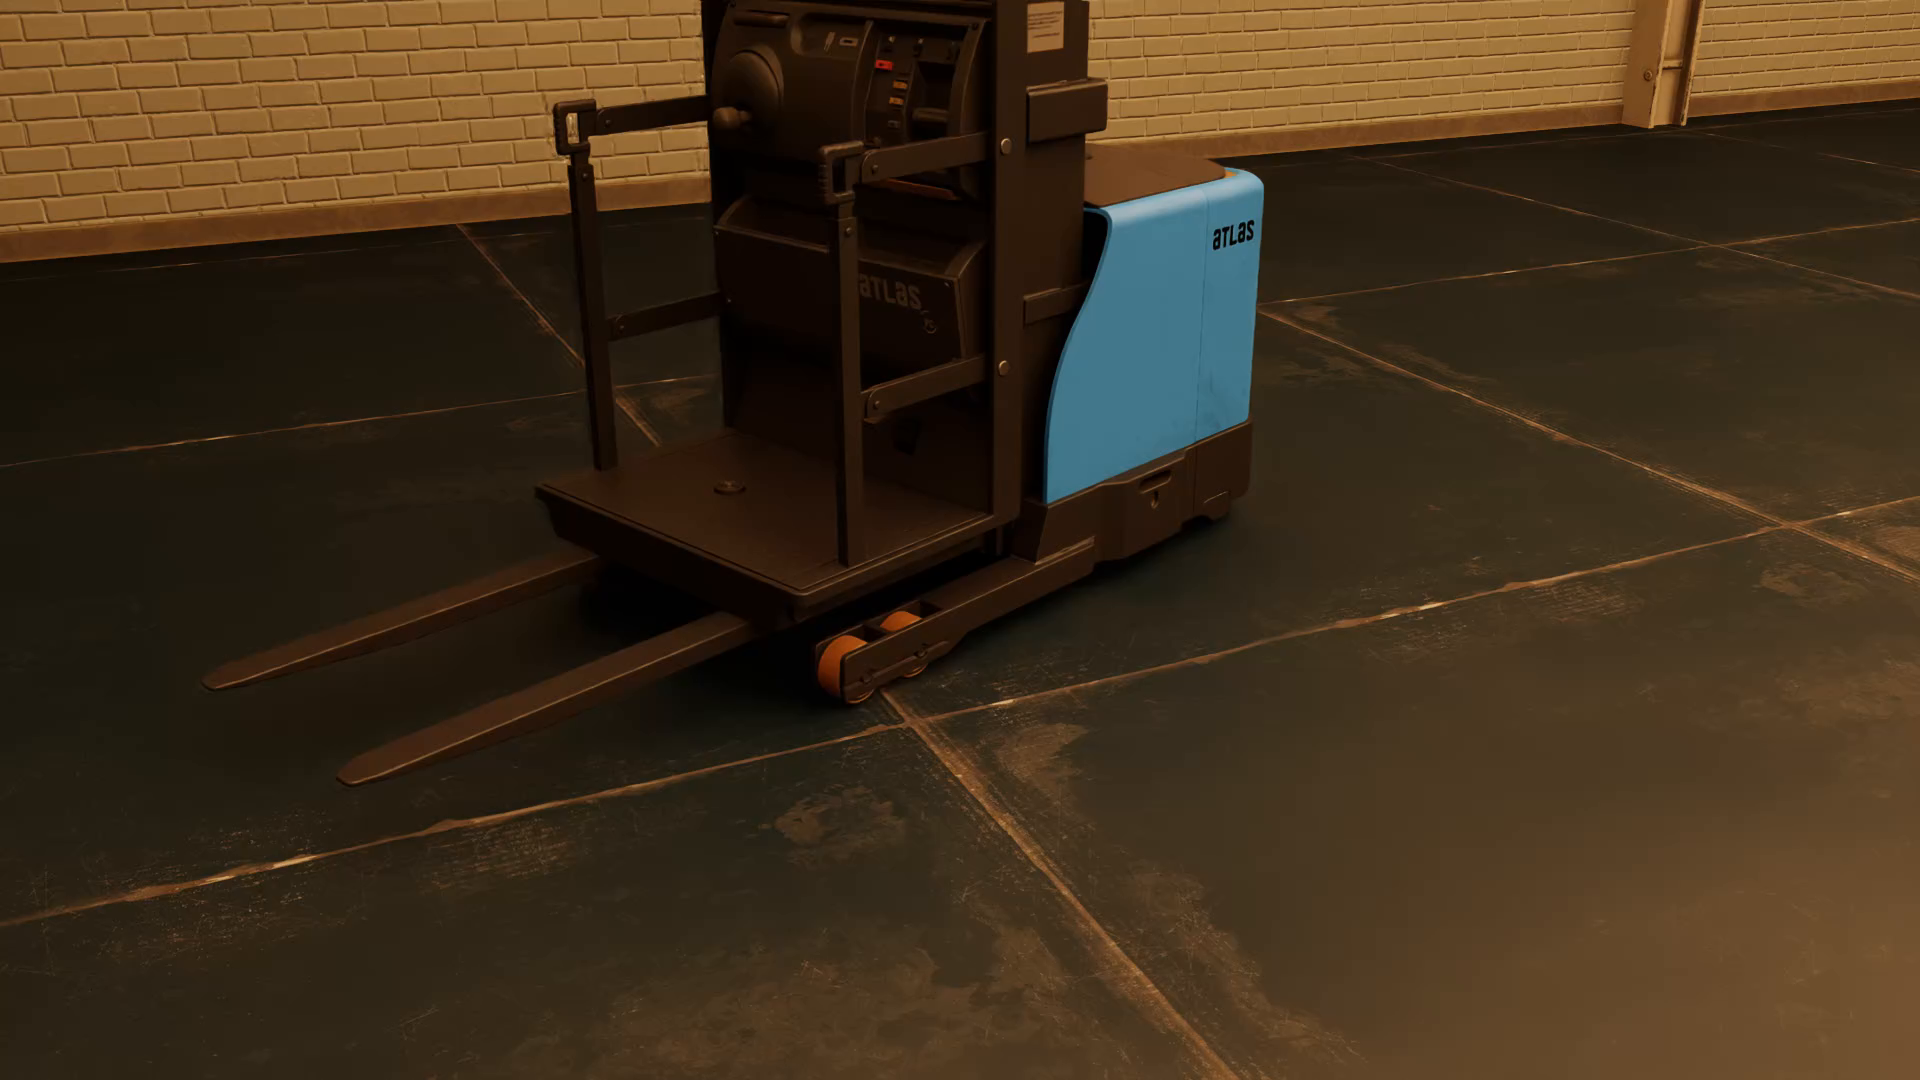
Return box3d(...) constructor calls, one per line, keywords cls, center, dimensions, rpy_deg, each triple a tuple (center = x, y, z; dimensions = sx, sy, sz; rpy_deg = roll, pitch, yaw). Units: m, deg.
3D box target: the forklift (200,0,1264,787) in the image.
box3d(cls="forklift", center=(-0.447, -1.168, 4.098), dimensions=(1.130, 2.935, 3.031), rpy_deg=(19, 29, 39))
